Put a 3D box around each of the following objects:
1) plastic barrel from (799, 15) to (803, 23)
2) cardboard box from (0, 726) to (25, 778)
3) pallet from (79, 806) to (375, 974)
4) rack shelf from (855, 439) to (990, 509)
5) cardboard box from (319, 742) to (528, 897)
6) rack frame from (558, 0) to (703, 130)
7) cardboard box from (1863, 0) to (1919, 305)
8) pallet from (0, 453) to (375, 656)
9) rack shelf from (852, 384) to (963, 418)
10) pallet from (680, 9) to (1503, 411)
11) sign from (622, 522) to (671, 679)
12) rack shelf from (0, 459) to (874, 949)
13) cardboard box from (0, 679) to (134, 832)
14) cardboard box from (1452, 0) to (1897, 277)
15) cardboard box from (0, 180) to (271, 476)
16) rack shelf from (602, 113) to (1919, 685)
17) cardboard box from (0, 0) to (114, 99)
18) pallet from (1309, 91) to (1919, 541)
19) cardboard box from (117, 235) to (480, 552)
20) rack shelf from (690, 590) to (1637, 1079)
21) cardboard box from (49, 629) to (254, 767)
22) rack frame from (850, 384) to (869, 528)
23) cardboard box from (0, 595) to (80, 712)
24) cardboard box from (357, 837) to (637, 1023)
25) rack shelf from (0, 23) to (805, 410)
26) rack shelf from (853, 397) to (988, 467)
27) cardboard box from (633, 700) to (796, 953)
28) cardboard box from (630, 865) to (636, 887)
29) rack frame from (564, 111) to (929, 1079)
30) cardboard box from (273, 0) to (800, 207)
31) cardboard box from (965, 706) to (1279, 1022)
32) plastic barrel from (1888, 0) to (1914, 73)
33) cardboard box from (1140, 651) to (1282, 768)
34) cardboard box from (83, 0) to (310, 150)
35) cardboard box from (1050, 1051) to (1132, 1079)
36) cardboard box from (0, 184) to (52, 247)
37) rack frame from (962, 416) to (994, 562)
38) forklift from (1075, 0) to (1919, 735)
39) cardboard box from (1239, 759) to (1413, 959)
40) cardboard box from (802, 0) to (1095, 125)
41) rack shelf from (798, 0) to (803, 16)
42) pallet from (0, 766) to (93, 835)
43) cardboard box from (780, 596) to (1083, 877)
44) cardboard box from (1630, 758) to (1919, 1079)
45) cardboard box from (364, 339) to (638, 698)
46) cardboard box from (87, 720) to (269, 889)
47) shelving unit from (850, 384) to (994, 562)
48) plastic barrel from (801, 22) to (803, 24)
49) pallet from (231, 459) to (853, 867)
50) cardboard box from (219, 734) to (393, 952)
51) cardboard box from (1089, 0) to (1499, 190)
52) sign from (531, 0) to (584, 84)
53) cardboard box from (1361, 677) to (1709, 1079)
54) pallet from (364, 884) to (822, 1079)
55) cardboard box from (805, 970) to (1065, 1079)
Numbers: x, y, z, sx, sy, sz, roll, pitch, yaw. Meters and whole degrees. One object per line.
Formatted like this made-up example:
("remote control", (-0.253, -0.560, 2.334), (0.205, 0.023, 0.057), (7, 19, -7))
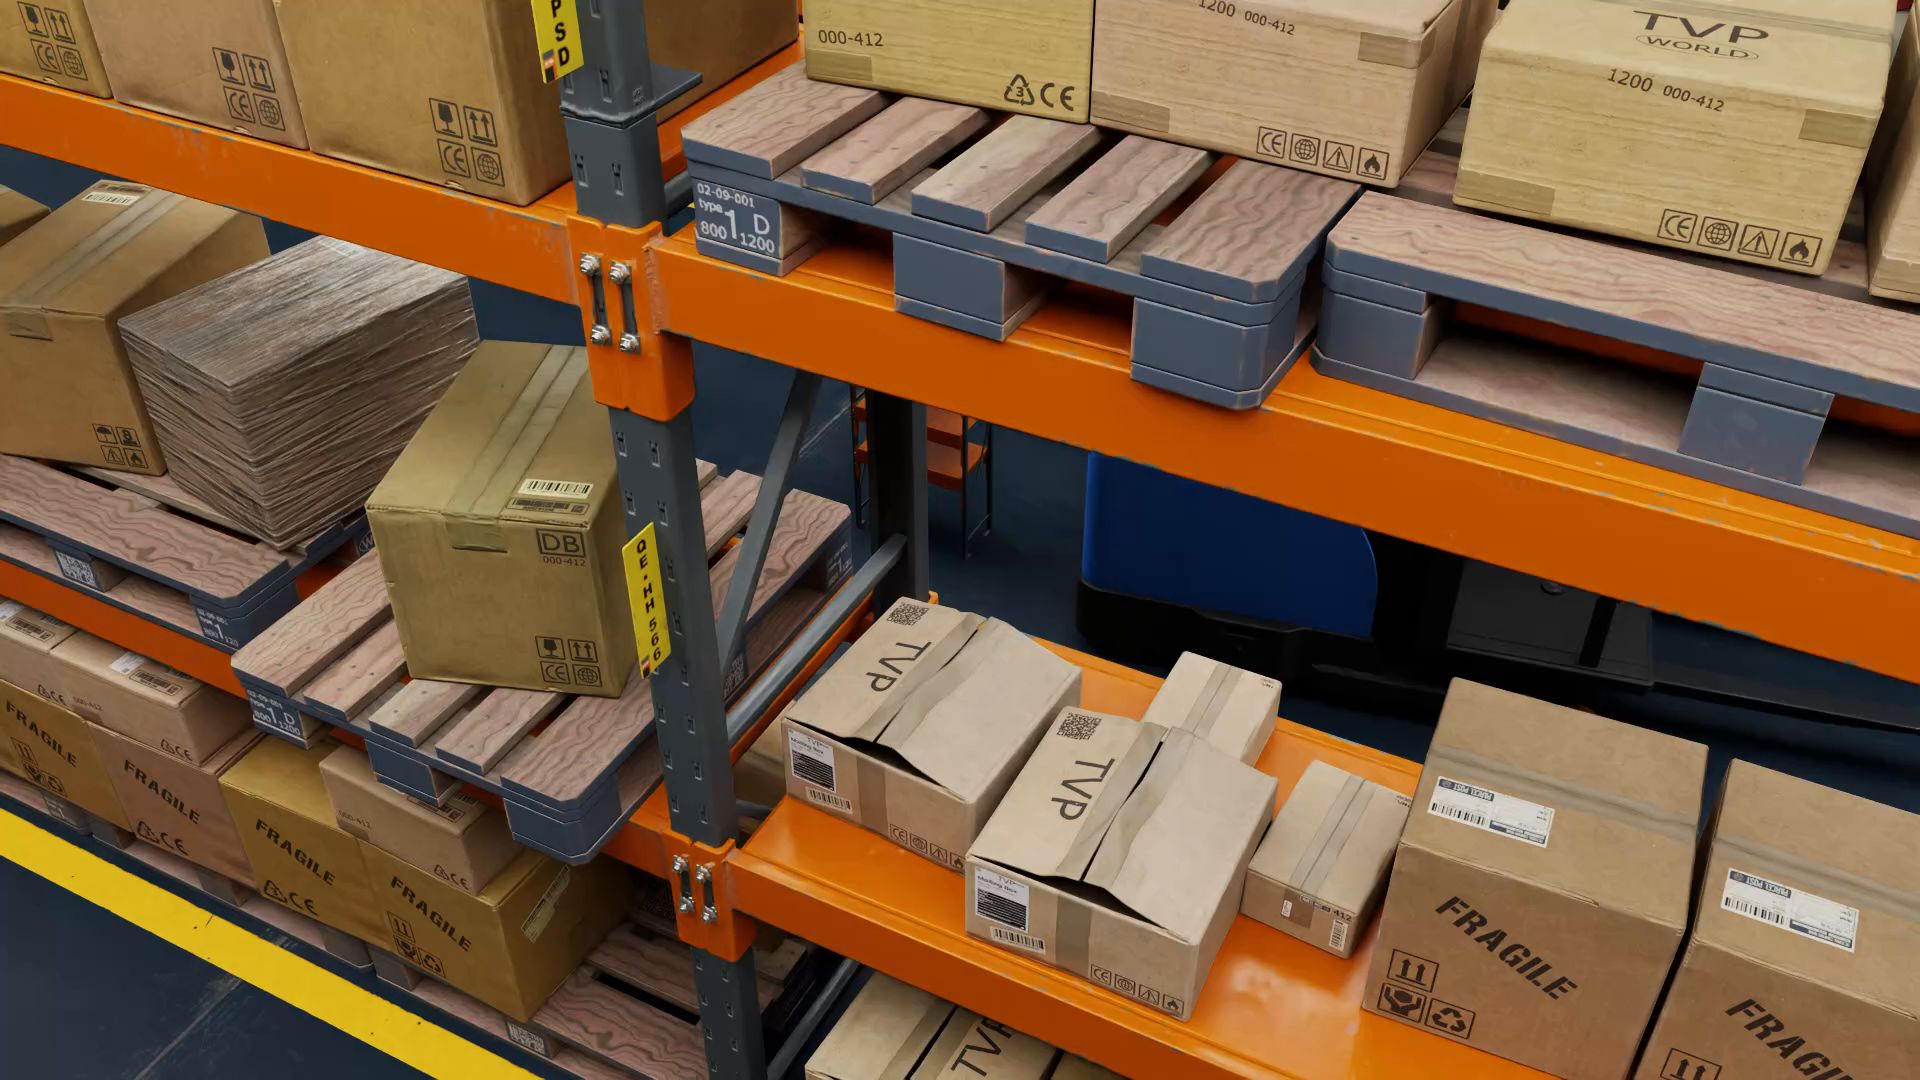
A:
("plastic barrel", (-1.157, -2.686, 9.196), (0.708, 0.901, 0.600), (17, 41, 21))
("cardboard box", (-3.117, 0.371, 5.484), (0.500, 0.500, 0.500), (18, 41, 22))
("pallet", (-2.086, 0.798, 5.524), (1.213, 0.211, 1.003), (17, 41, 21))
("rack shelf", (-0.147, -0.312, 6.609), (0.480, 0.148, 0.258), (17, 41, 21))
("cardboard box", (-1.352, 0.630, 4.523), (0.500, 0.250, 0.500), (19, 41, 23))
("rack frame", (-0.362, -2.134, 2.119), (0.127, 3.000, 1.000), (17, 41, 21))
("cardboard box", (1.521, -0.499, 2.223), (0.500, 0.250, 0.500), (14, 39, 18))
("pallet", (-2.091, -0.207, 4.700), (1.213, 0.211, 1.003), (17, 41, 21))
("rack shelf", (-0.147, -0.649, 6.353), (0.480, 0.148, 0.258), (17, 41, 21))
("pallet", (0.282, -0.724, 2.898), (1.003, 0.211, 1.213), (19, 41, 24))
("sign", (-0.603, 0.120, 3.219), (0.005, 0.325, 0.100), (17, 41, 21))
("rack shelf", (-2.138, -0.014, 4.883), (4.000, 0.370, 1.077), (17, 41, 21))
("cardboard box", (-2.677, 0.514, 5.295), (0.500, 0.500, 0.500), (18, 41, 22))
("cardboard box", (1.044, -0.650, 2.421), (0.500, 0.250, 0.500), (17, 40, 21))
("cardboard box", (-2.316, -0.606, 4.637), (0.500, 0.500, 0.700), (8, 38, 10))
("rack shelf", (1.414, -0.097, 2.511), (4.000, 0.370, 1.077), (17, 41, 21))
("cardboard box", (-1.679, -1.369, 3.509), (0.500, 0.500, 0.910), (17, 41, 21))
("pallet", (1.277, -0.414, 2.490), (1.213, 0.211, 1.003), (19, 41, 24))
("cardboard box", (-1.697, -0.423, 4.397), (0.500, 0.500, 0.700), (26, 44, 30))
("rack shelf", (1.414, 1.098, 3.418), (4.000, 0.370, 1.077), (17, 41, 21))
("cardboard box", (-2.262, 0.347, 4.895), (0.500, 0.250, 0.500), (17, 40, 21))
("rack frame", (-0.364, -0.592, 6.537), (0.015, 1.200, 0.240), (17, 41, 21))
("cardboard box", (-2.708, 0.208, 5.078), (0.500, 0.250, 0.500), (17, 41, 22))
("cardboard box", (-1.300, 0.942, 4.732), (0.500, 0.500, 0.500), (19, 41, 23))
("rack shelf", (-2.138, -1.209, 3.976), (4.000, 0.370, 1.077), (17, 41, 21))
("rack shelf", (-0.147, -0.470, 6.489), (0.480, 0.148, 0.258), (17, 41, 21))
("cardboard box", (-0.634, 0.796, 4.924), (0.500, 0.500, 0.500), (19, 41, 23))
("cardboard box", (-1.102, 0.653, 5.112), (0.500, 0.500, 0.500), (16, 40, 20))
("rack frame", (-0.362, 0.255, 3.933), (0.127, 3.000, 1.000), (17, 41, 21))
("cardboard box", (-0.764, -1.083, 3.132), (0.500, 0.500, 0.910), (17, 41, 21))
("cardboard box", (0.344, 0.643, 3.495), (0.500, 0.311, 0.500), (17, 40, 21))
("plastic barrel", (3.687, -2.053, 6.861), (0.433, 0.535, 0.433), (0, 37, 0))
("cardboard box", (0.564, 0.457, 3.875), (0.250, 0.149, 0.380), (17, 41, 21))
("cardboard box", (-1.217, -1.224, 3.318), (0.500, 0.500, 0.910), (17, 41, 21))
("cardboard box", (0.439, 1.405, 3.882), (0.500, 0.311, 0.500), (16, 40, 20))
("cardboard box", (-2.956, -0.655, 4.702), (0.500, 0.500, 0.700), (24, 43, 28))
("rack frame", (0.070, -0.456, 6.358), (0.015, 1.200, 0.240), (17, 41, 21))
("forklift", (2.006, -0.794, 5.372), (3.031, 2.935, 1.130), (10, 38, 13))
("cardboard box", (0.797, 0.680, 3.581), (0.250, 0.149, 0.380), (20, 42, 25))
("cardboard box", (0.067, -0.951, 2.818), (0.500, 0.250, 0.500), (14, 40, 18))
("rack shelf", (0.144, -2.673, 8.385), (4.000, 0.370, 1.077), (17, 41, 21))
("pallet", (-3.174, 0.460, 5.970), (1.213, 0.211, 1.003), (17, 41, 21))
("cardboard box", (-0.059, 0.415, 3.796), (0.500, 0.311, 0.500), (20, 42, 24))
("cardboard box", (1.603, 0.820, 3.107), (0.500, 0.500, 0.500), (17, 41, 22))
("cardboard box", (-0.973, -0.066, 3.927), (0.500, 0.500, 0.700), (5, 37, 6))
("cardboard box", (-2.228, 0.655, 5.110), (0.500, 0.500, 0.500), (16, 40, 20))
("shelving unit", (-0.147, -0.524, 6.448), (0.503, 1.200, 0.258), (17, 41, 21))
("plastic barrel", (-0.528, -2.489, 8.937), (0.708, 0.901, 0.600), (17, 41, 21))
("pallet", (-0.996, 0.181, 4.189), (1.003, 0.211, 1.213), (17, 41, 21))
("cardboard box", (-1.759, 0.798, 4.922), (0.500, 0.500, 0.500), (16, 40, 20))
("cardboard box", (0.541, -0.815, 2.639), (0.500, 0.250, 0.500), (18, 41, 23))
("sign", (-0.613, -0.855, 2.487), (0.005, 0.325, 0.100), (17, 41, 21))
("cardboard box", (1.136, 0.673, 3.299), (0.500, 0.500, 0.500), (15, 40, 19))
("pallet", (-1.007, 1.138, 5.076), (1.213, 0.211, 1.003), (17, 41, 21))
("cardboard box", (-0.032, 1.263, 4.068), (0.500, 0.311, 0.500), (19, 41, 23))
